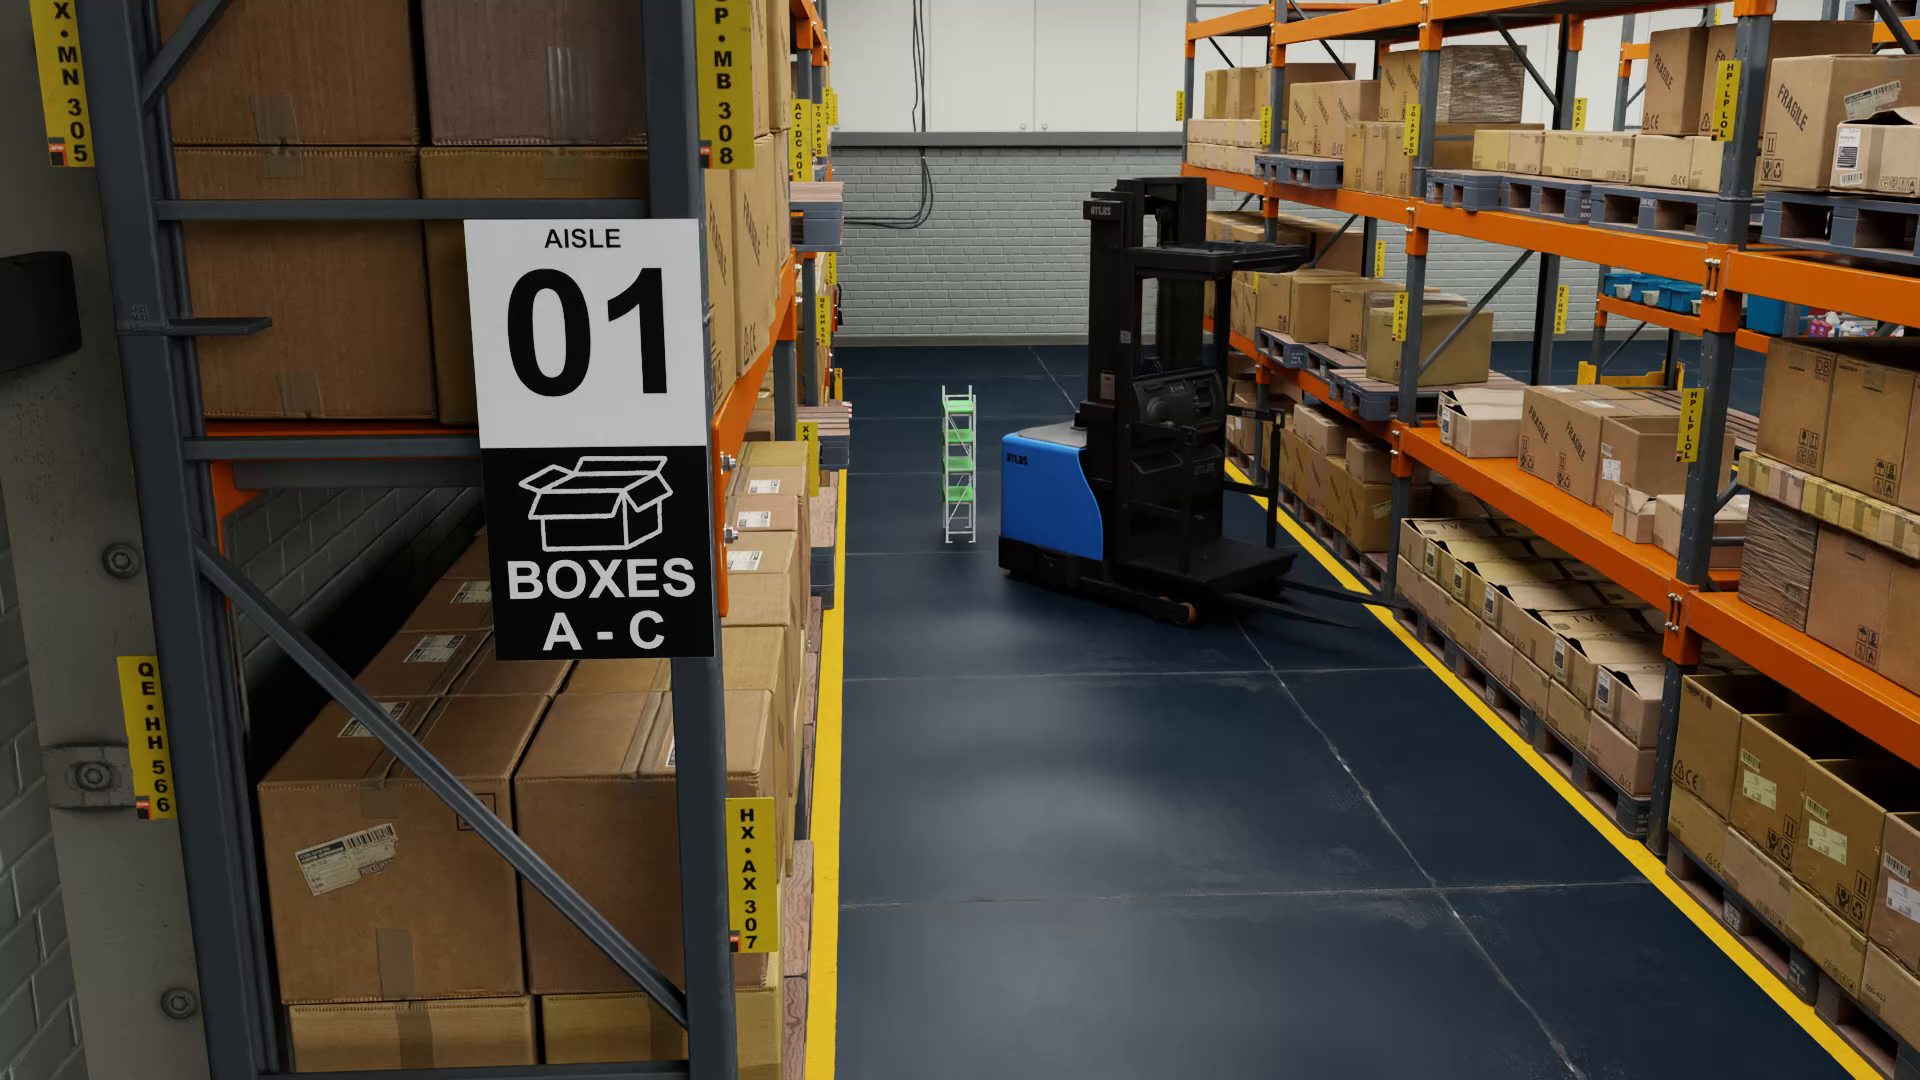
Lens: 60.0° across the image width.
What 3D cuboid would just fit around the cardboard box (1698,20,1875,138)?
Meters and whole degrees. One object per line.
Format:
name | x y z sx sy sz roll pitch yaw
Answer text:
cardboard box | 3.749 -2.092 7.571 0.500 0.500 0.500 -1 14 -3

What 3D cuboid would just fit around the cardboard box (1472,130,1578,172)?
cardboard box | 3.584 -2.458 10.497 0.500 0.250 0.500 -2 15 -8

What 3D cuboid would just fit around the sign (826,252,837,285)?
sign | -1.151 -2.437 14.813 0.100 0.325 0.005 -1 14 -3

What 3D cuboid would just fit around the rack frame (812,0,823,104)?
rack frame | -1.692 -4.809 14.158 1.000 3.000 0.127 -1 14 -3

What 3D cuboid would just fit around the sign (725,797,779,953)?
sign | -0.407 0.653 3.231 0.100 0.325 0.005 -1 14 -3

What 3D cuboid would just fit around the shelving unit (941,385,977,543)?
shelving unit | -0.010 -0.622 13.537 0.258 1.200 0.503 -1 14 -3

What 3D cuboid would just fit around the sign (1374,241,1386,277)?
sign | 3.805 -2.551 15.098 0.100 0.325 0.005 -1 14 -3

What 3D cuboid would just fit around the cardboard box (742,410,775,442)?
cardboard box | -1.194 -0.303 7.599 0.700 0.500 0.500 -1 14 -3

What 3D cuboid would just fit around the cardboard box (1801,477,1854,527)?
cardboard box | 3.604 -0.158 6.616 0.380 0.149 0.250 -1 14 -5

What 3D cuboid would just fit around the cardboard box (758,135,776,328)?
cardboard box | -0.754 -0.780 4.278 0.500 0.500 0.500 0 14 -1

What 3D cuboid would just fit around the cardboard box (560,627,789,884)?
cardboard box | -0.699 0.534 4.186 0.500 0.500 0.500 -1 14 -3

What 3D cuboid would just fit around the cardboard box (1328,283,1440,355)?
cardboard box | 3.423 -1.794 13.437 0.700 0.500 0.500 -5 15 -18

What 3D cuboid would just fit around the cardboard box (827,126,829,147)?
cardboard box | -1.489 -3.838 15.662 0.500 0.250 0.500 -1 14 -5

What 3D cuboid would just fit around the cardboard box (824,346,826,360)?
cardboard box | -1.312 -1.619 12.961 0.500 0.500 0.500 0 14 -2

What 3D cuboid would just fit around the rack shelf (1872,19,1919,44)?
rack shelf | 8.320 -3.922 12.958 1.077 0.370 4.000 -1 14 -3

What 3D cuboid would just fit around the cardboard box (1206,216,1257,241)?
cardboard box | 2.834 -3.140 17.502 0.500 0.500 0.500 -1 14 -3

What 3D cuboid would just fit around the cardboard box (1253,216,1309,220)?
cardboard box | 3.375 -3.147 17.532 0.500 0.500 0.500 0 14 -2

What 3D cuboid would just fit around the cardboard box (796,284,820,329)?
cardboard box | -1.217 -1.598 11.375 0.500 0.250 0.500 -1 14 -2

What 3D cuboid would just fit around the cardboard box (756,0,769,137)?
cardboard box | -0.754 -1.267 4.162 0.500 0.500 0.500 0 14 -2

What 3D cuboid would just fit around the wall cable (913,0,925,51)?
wall cable | 0.766 -8.200 23.432 3.097 2.526 0.112 -1 14 -3

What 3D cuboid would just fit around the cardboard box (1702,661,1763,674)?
cardboard box | 3.970 0.759 8.108 0.500 0.311 0.500 -1 14 -3

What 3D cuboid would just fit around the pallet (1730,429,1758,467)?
pallet | 8.112 -0.888 16.555 1.003 0.211 1.213 -1 14 -3

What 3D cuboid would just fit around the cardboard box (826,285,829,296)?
cardboard box | -1.709 -2.184 15.393 0.980 0.700 0.700 -1 14 -3

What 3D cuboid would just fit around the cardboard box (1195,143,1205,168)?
cardboard box | 2.800 -4.100 17.721 0.500 0.250 0.500 -1 14 -3

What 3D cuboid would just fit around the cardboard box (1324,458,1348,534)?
cardboard box | 3.176 -0.346 12.986 0.500 0.500 0.500 -1 14 -5

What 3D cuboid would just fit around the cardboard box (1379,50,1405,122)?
cardboard box | 3.416 -3.334 12.237 0.500 0.500 0.500 -1 14 -3

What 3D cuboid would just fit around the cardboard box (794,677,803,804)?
cardboard box | -0.763 0.636 5.295 0.500 0.250 0.500 -1 14 -3

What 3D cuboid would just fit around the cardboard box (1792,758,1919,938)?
cardboard box | 3.526 1.143 6.236 0.500 0.500 0.500 -1 14 -3

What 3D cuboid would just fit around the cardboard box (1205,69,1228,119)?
cardboard box | 2.999 -4.708 17.578 0.700 0.500 0.500 -1 14 -3

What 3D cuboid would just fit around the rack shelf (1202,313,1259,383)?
rack shelf | 3.128 -2.130 17.229 1.077 0.370 4.000 -1 14 -3

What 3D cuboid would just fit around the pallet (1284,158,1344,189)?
pallet | 3.289 -2.922 13.219 1.213 0.211 1.003 -1 14 -3

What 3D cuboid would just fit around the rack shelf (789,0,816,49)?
rack shelf | -1.320 -2.775 8.497 1.077 0.370 4.000 -1 14 -3

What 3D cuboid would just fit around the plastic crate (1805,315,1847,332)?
plastic crate | 8.310 -2.076 15.983 0.396 0.136 0.243 -1 14 -3

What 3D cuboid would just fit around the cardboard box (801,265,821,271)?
cardboard box | -1.322 -1.976 12.843 0.500 0.250 0.500 -1 14 -5

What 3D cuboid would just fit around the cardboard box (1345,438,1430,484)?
cardboard box | 3.200 -0.595 12.447 0.500 0.250 0.500 0 14 -1

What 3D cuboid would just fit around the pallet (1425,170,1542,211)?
pallet | 3.631 -2.180 10.339 1.213 0.211 1.003 0 14 -1

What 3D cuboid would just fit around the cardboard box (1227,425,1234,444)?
cardboard box | 2.850 -1.043 16.399 0.380 0.149 0.250 -1 14 -3

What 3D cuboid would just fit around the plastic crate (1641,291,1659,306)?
plastic crate | 7.614 -2.636 18.162 0.250 0.136 0.298 -1 14 -3

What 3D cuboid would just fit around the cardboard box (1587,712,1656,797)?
cardboard box | 3.432 1.038 8.147 0.500 0.250 0.500 -1 14 -4

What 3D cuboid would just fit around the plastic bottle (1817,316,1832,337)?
plastic bottle | 7.801 -1.869 15.005 0.061 0.283 0.133 -1 14 -3

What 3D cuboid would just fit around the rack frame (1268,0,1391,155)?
rack frame | 3.252 -4.886 14.458 1.000 3.000 0.127 -1 14 -3

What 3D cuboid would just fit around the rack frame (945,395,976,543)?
rack frame | 0.005 -0.562 13.301 0.240 1.200 0.015 -1 14 -3

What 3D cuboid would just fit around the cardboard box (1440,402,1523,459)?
cardboard box | 3.362 -0.718 10.475 0.500 0.311 0.500 -1 14 -4

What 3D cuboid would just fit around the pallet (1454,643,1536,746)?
pallet | 3.584 0.872 9.712 1.003 0.211 1.213 -1 14 -3

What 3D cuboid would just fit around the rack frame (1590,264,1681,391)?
rack frame | 7.948 -3.051 19.366 1.000 3.000 0.127 -1 14 -3

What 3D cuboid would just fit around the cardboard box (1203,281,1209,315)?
cardboard box | 2.834 -2.657 17.631 0.500 0.500 0.500 -1 14 -4

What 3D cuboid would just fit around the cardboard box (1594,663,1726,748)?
cardboard box | 3.436 0.769 8.068 0.500 0.311 0.500 -1 14 -3

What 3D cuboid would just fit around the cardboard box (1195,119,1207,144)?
cardboard box | 2.800 -4.342 17.659 0.500 0.250 0.500 -1 14 -3

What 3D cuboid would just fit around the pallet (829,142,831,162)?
pallet | -1.884 -4.124 17.692 1.003 0.211 1.213 -1 14 -3

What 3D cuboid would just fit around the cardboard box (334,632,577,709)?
cardboard box | -1.211 0.541 4.159 0.500 0.500 0.500 -1 14 -3

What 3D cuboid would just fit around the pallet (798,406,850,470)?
pallet | -1.294 -0.640 10.380 1.213 0.211 1.003 -1 14 -3

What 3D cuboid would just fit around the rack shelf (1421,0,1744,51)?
rack shelf | 3.624 -2.852 8.798 1.077 0.370 4.000 -1 14 -3

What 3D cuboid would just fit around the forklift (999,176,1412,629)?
forklift | 1.678 -0.979 11.448 1.130 2.935 3.031 -14 20 -42
